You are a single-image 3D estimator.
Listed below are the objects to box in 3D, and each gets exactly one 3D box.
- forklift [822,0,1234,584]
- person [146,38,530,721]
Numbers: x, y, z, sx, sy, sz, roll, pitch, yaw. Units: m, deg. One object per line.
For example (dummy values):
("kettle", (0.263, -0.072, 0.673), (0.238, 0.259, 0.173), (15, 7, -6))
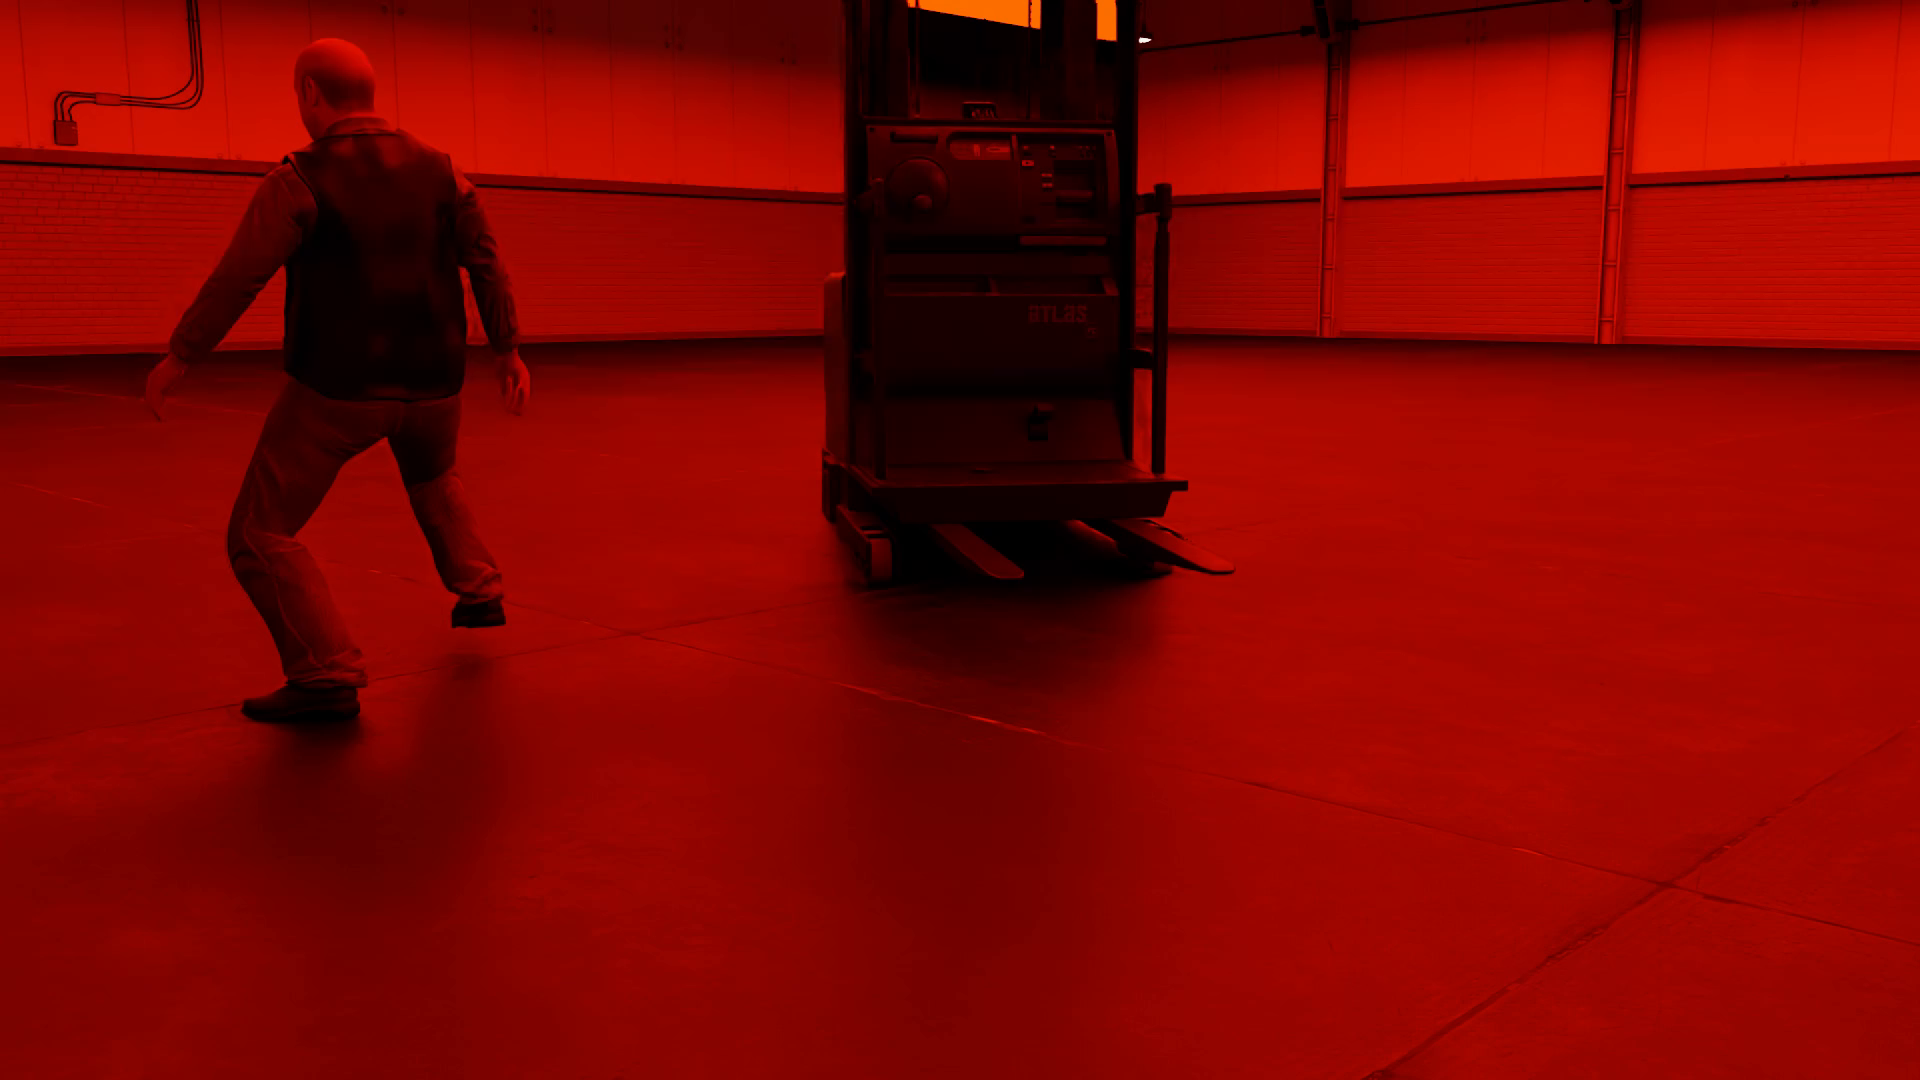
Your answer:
("forklift", (0.162, -1.354, 5.866), (1.130, 2.935, 3.031), (-2, 9, -10))
("person", (-1.503, -0.415, 4.159), (0.925, 1.608, 0.633), (-8, 12, -43))
